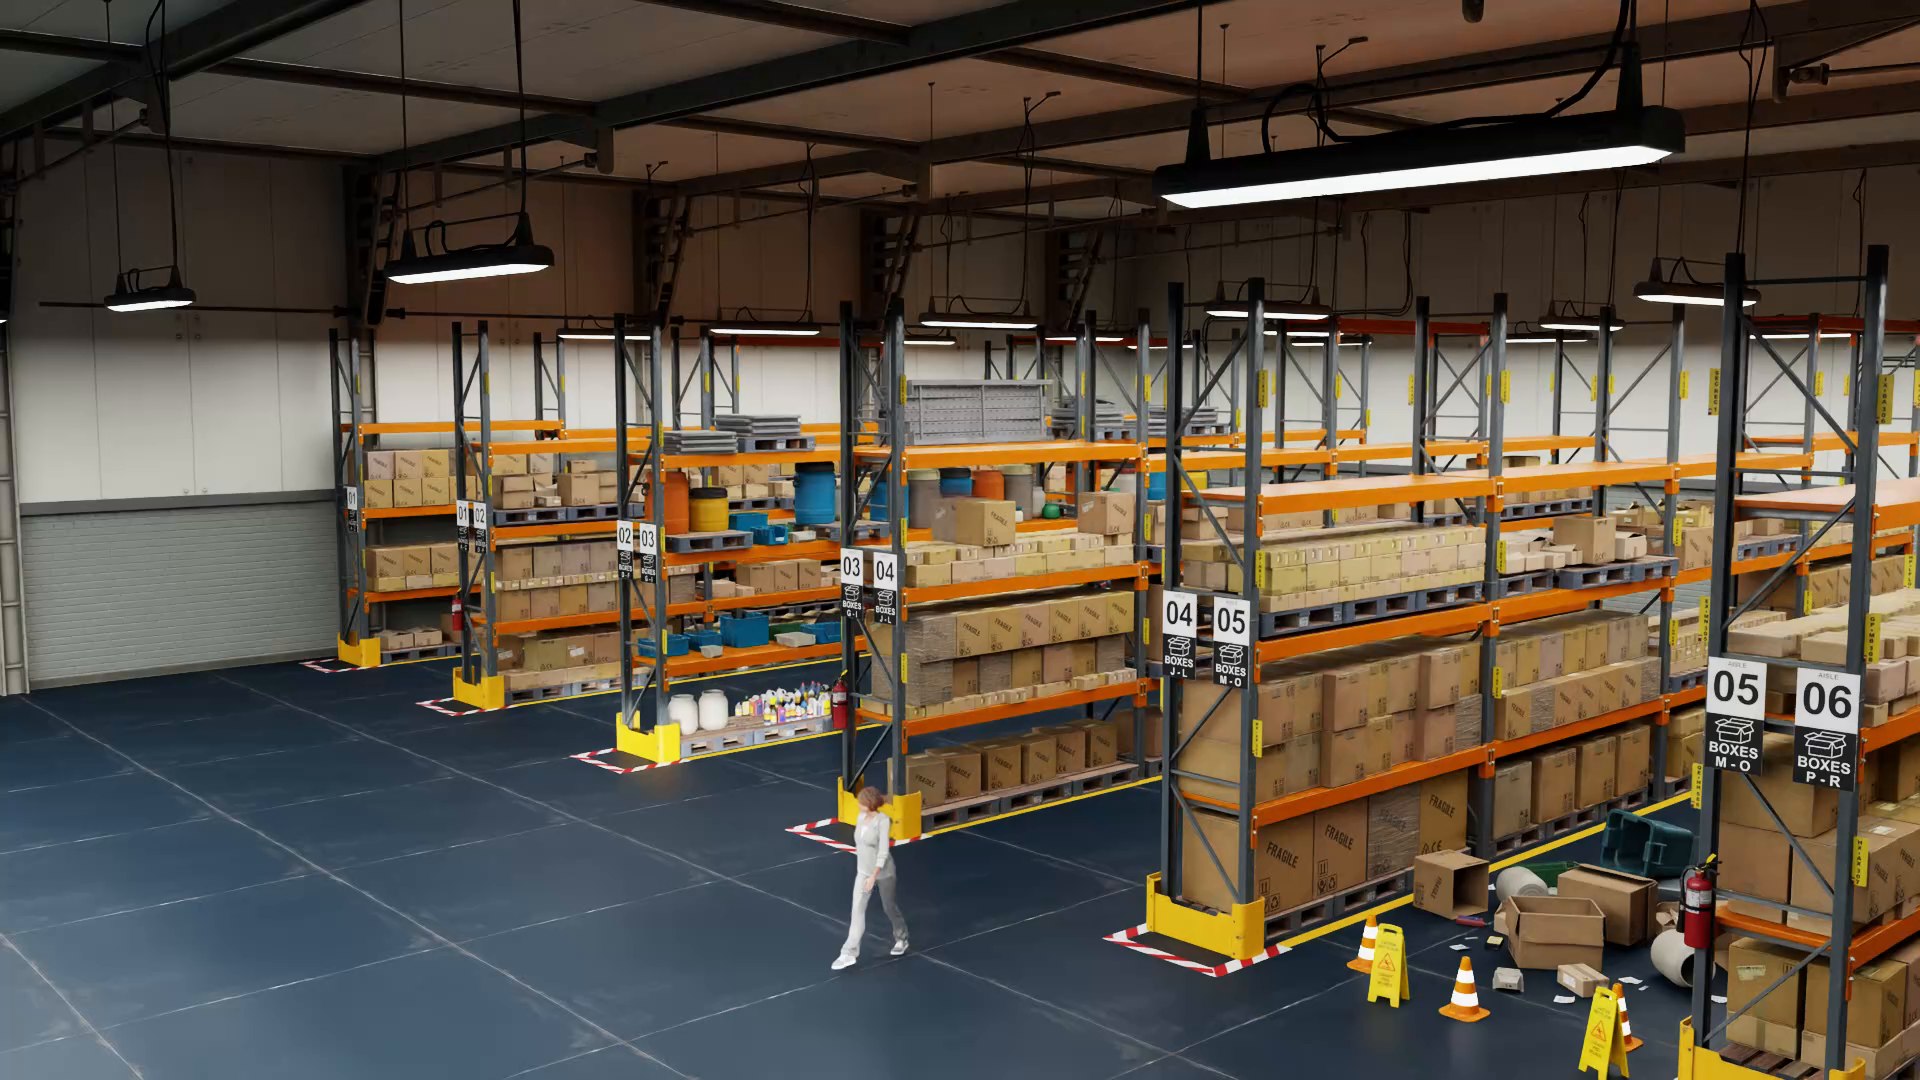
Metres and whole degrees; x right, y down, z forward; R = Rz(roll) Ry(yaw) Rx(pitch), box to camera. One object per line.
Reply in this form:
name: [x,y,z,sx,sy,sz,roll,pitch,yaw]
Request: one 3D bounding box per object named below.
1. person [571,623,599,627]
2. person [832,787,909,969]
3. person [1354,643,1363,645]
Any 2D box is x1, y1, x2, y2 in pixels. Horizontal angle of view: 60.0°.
person: [-6.824,1.293,30.535,0.643,1.674,1.054,4,7,33]
person: [-0.793,2.933,14.575,0.442,1.555,0.916,4,7,38]
person: [5.504,2.121,22.607,0.722,1.634,0.690,-4,7,-33]
